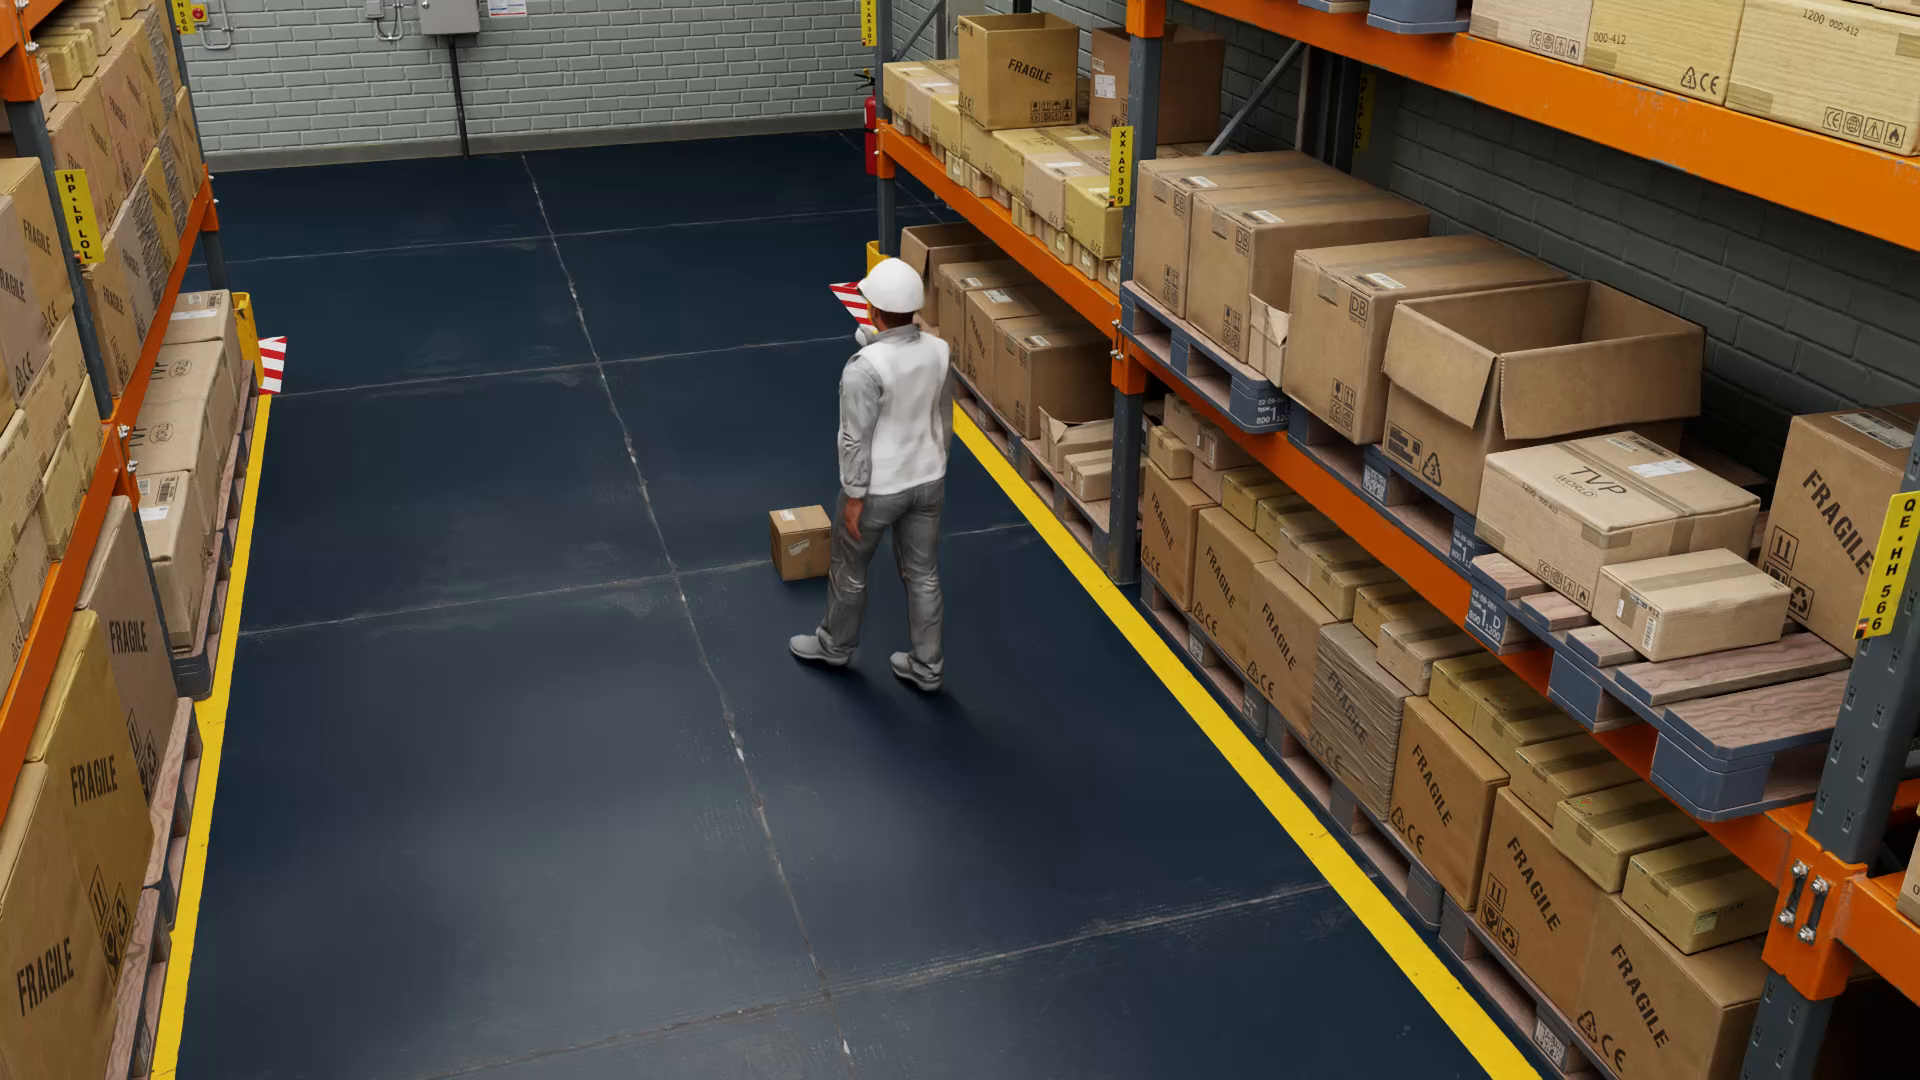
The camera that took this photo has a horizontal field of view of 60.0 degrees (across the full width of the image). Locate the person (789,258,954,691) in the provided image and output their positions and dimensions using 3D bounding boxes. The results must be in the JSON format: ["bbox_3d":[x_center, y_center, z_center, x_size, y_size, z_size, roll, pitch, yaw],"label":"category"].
[{"bbox_3d":[-0.307,-0.279,6.620,0.571,1.759,0.708,-19,32,-34],"label":"person"}]
